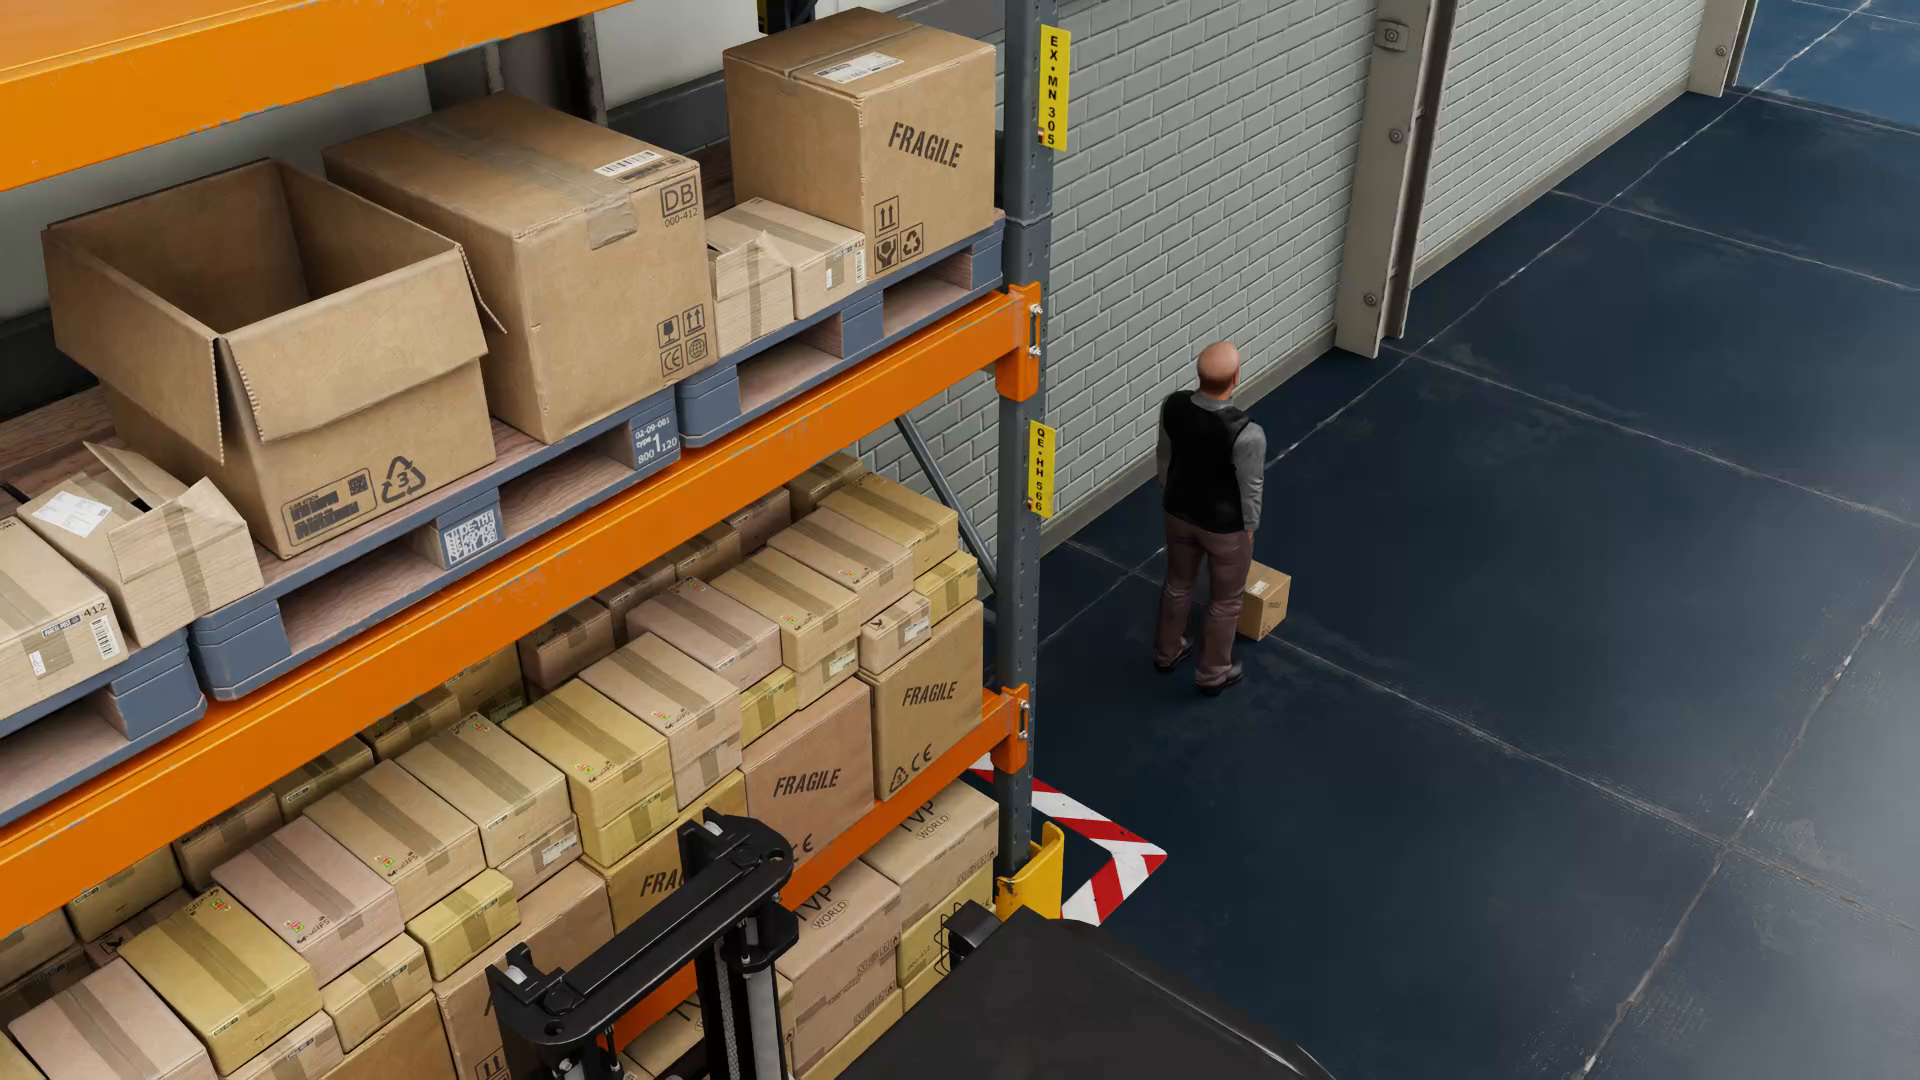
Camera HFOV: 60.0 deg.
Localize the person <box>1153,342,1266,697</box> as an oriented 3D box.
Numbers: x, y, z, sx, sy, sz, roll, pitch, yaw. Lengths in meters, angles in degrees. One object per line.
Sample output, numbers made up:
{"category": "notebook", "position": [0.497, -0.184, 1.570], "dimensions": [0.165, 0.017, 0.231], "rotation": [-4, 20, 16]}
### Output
{"category": "person", "position": [1.090, -0.107, 7.327], "dimensions": [0.532, 1.718, 0.360], "rotation": [26, 43, 33]}
